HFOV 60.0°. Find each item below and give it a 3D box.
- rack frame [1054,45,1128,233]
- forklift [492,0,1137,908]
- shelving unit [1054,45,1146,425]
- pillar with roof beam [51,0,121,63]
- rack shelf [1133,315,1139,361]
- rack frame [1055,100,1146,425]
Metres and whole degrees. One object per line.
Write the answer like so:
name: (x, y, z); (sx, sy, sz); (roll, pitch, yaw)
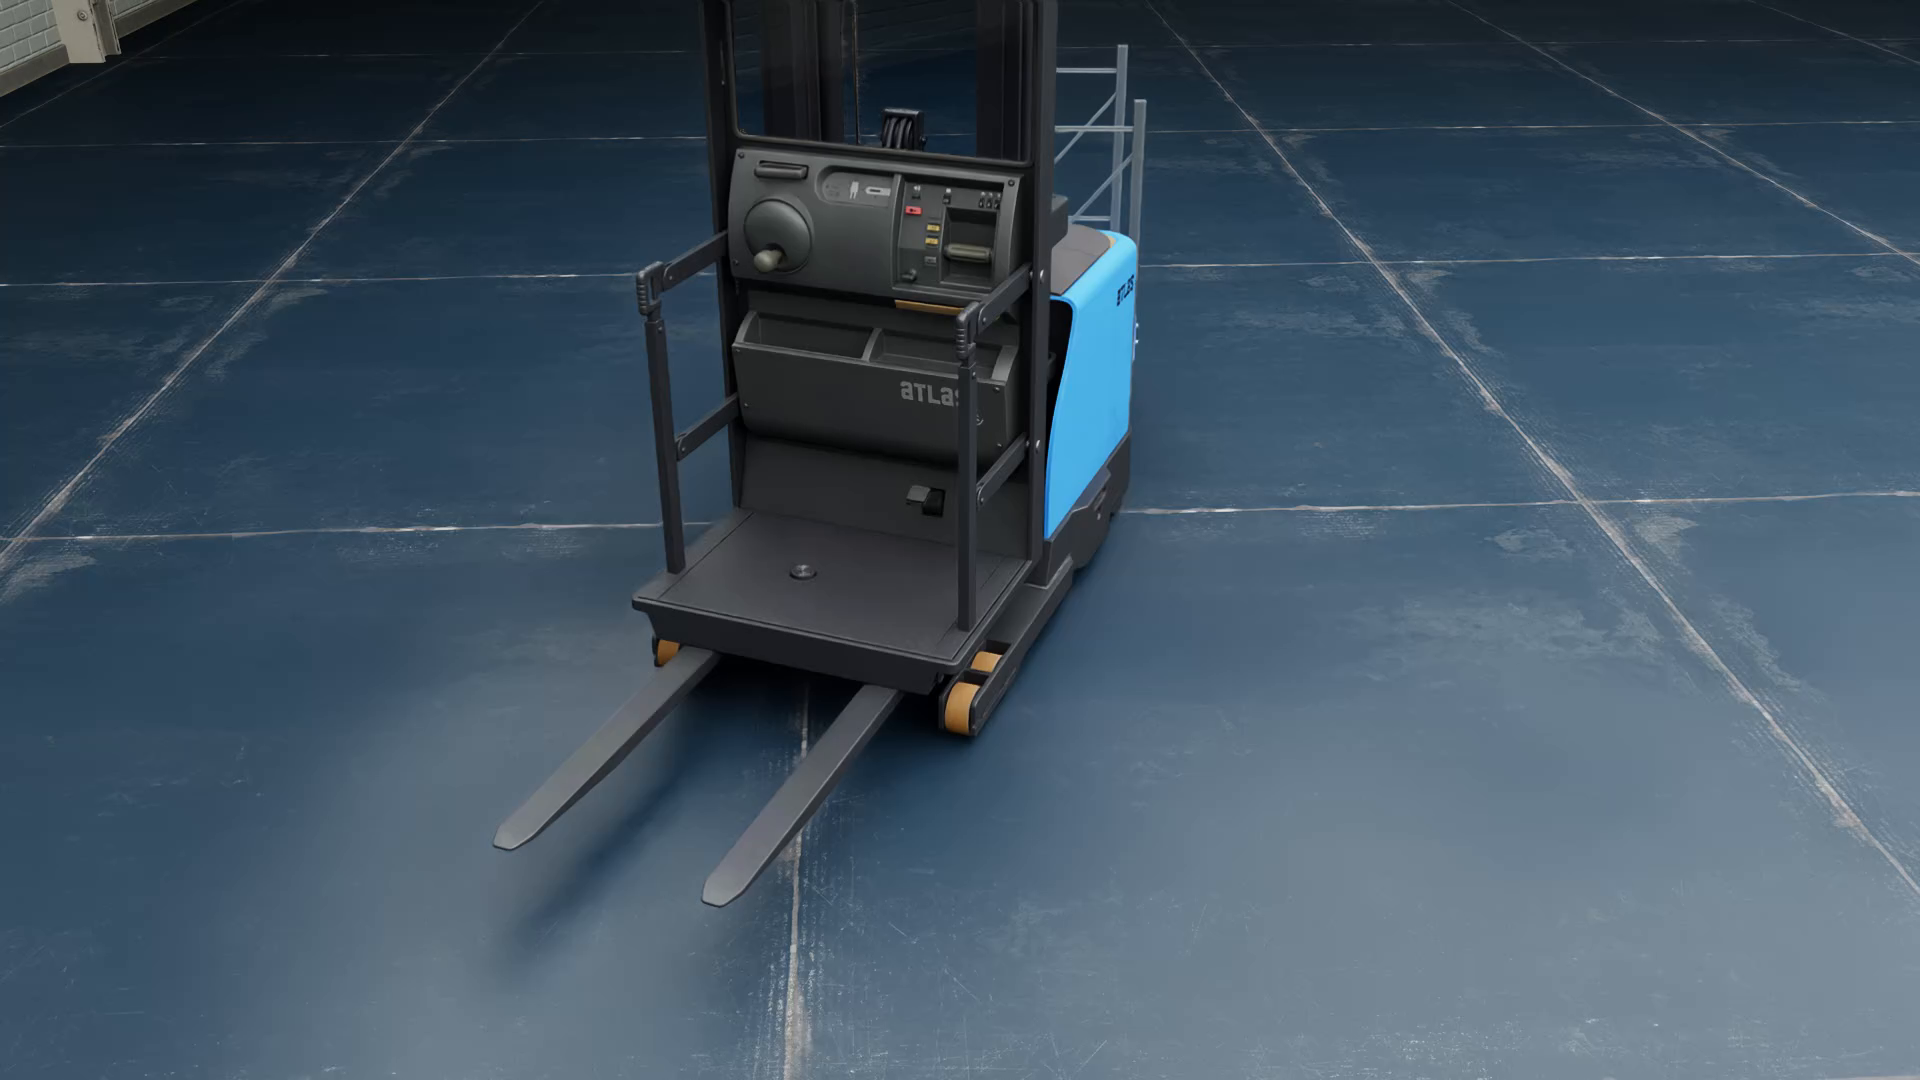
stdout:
rack frame: (0.455, -1.418, 7.346); (0.500, 1.500, 0.032); (1, 28, 1)
forklift: (-0.345, -0.916, 4.838); (1.130, 2.935, 3.031); (10, 29, 19)
shelving unit: (0.443, -1.183, 6.896); (0.538, 1.500, 1.048); (1, 28, 1)
pillar with roof beam: (-3.030, -8.174, 12.190); (9.100, 9.000, 0.400); (-1, 28, -3)
rack shelf: (0.443, -1.023, 6.979); (0.538, 0.185, 1.000); (1, 28, 1)
rack frame: (0.432, -0.948, 6.445); (0.500, 1.500, 0.032); (1, 28, 1)
